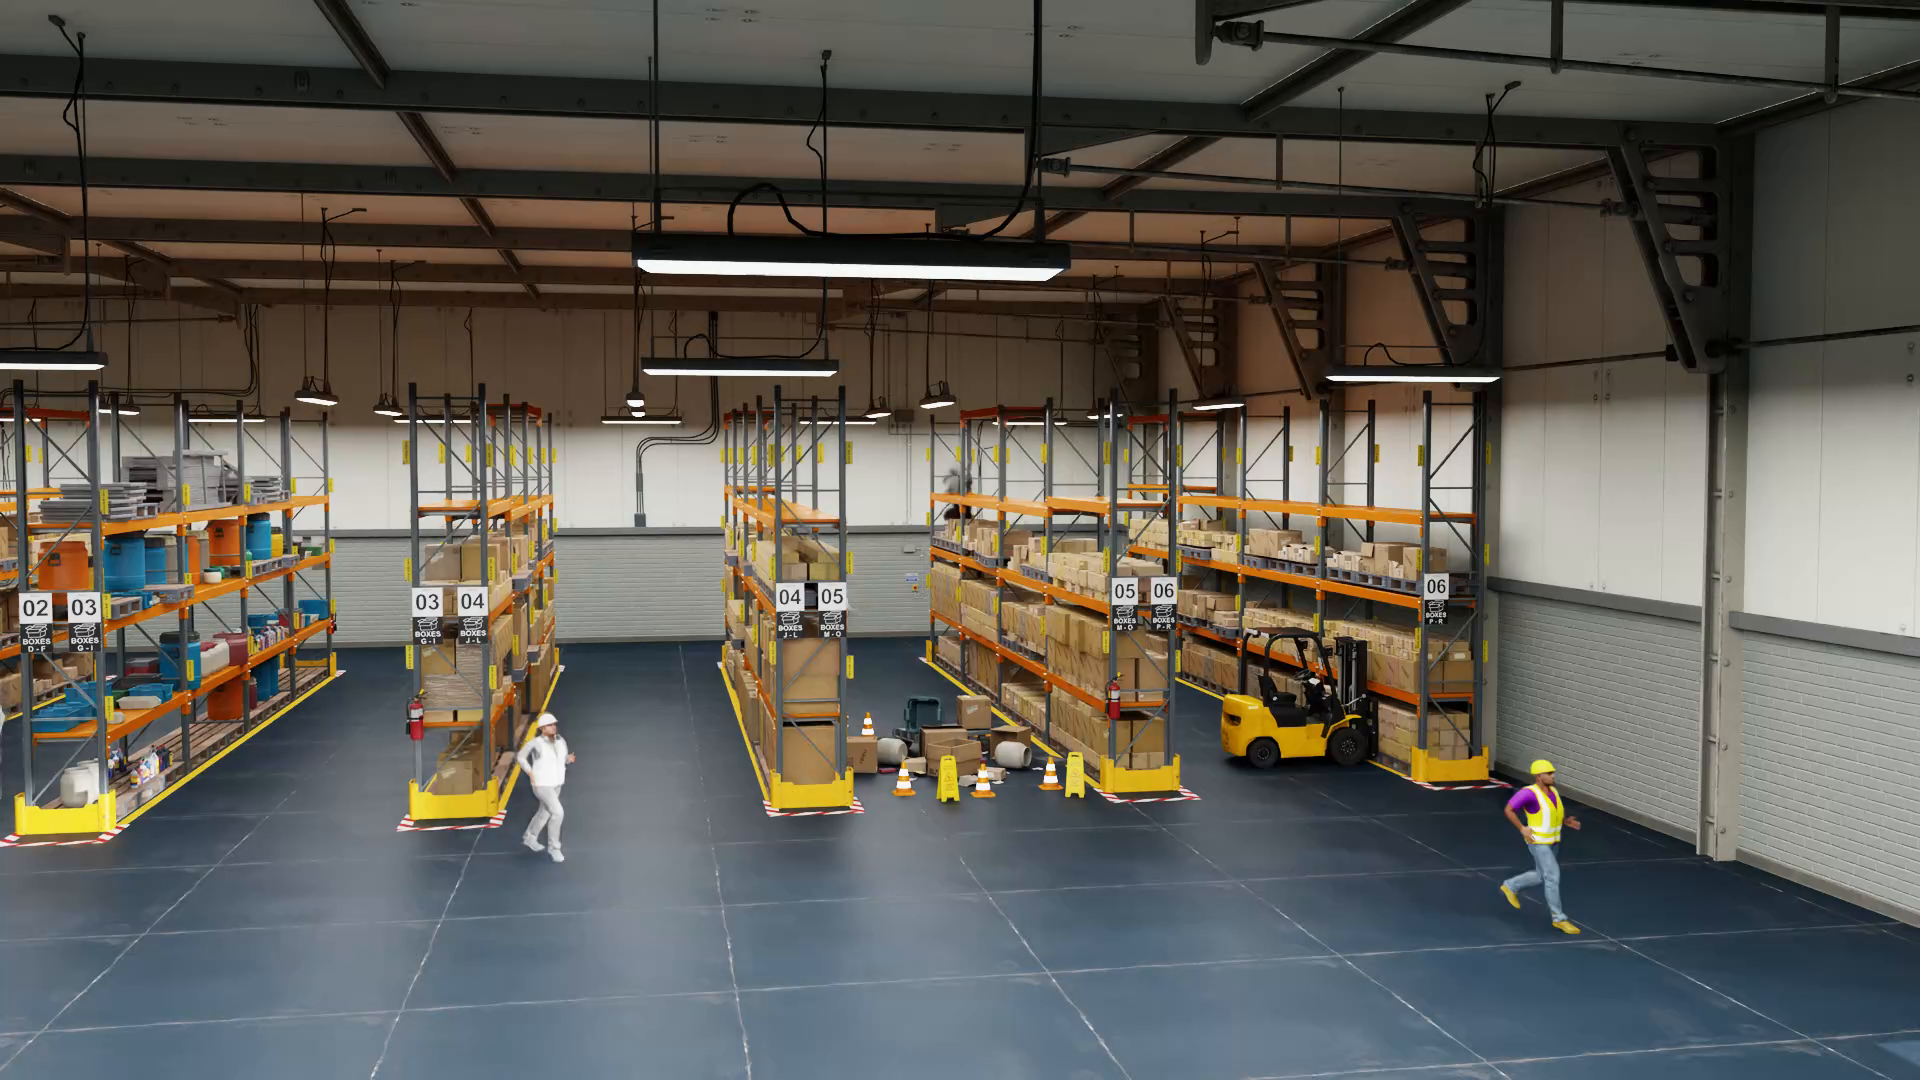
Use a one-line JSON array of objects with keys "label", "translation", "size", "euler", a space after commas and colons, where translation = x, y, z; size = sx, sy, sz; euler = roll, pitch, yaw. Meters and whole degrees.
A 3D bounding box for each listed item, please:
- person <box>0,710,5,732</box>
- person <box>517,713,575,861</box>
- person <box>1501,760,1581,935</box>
[{"label": "person", "translation": [-13.657, 2.936, 23.051], "size": [0.697, 1.831, 0.966], "euler": [-1, 3, -22]}, {"label": "person", "translation": [-5.146, 3.076, 20.777], "size": [0.781, 1.843, 0.628], "euler": [1, 3, 27]}, {"label": "person", "translation": [6.181, 3.221, 17.701], "size": [0.700, 1.770, 0.968], "euler": [-3, 4, -41]}]
